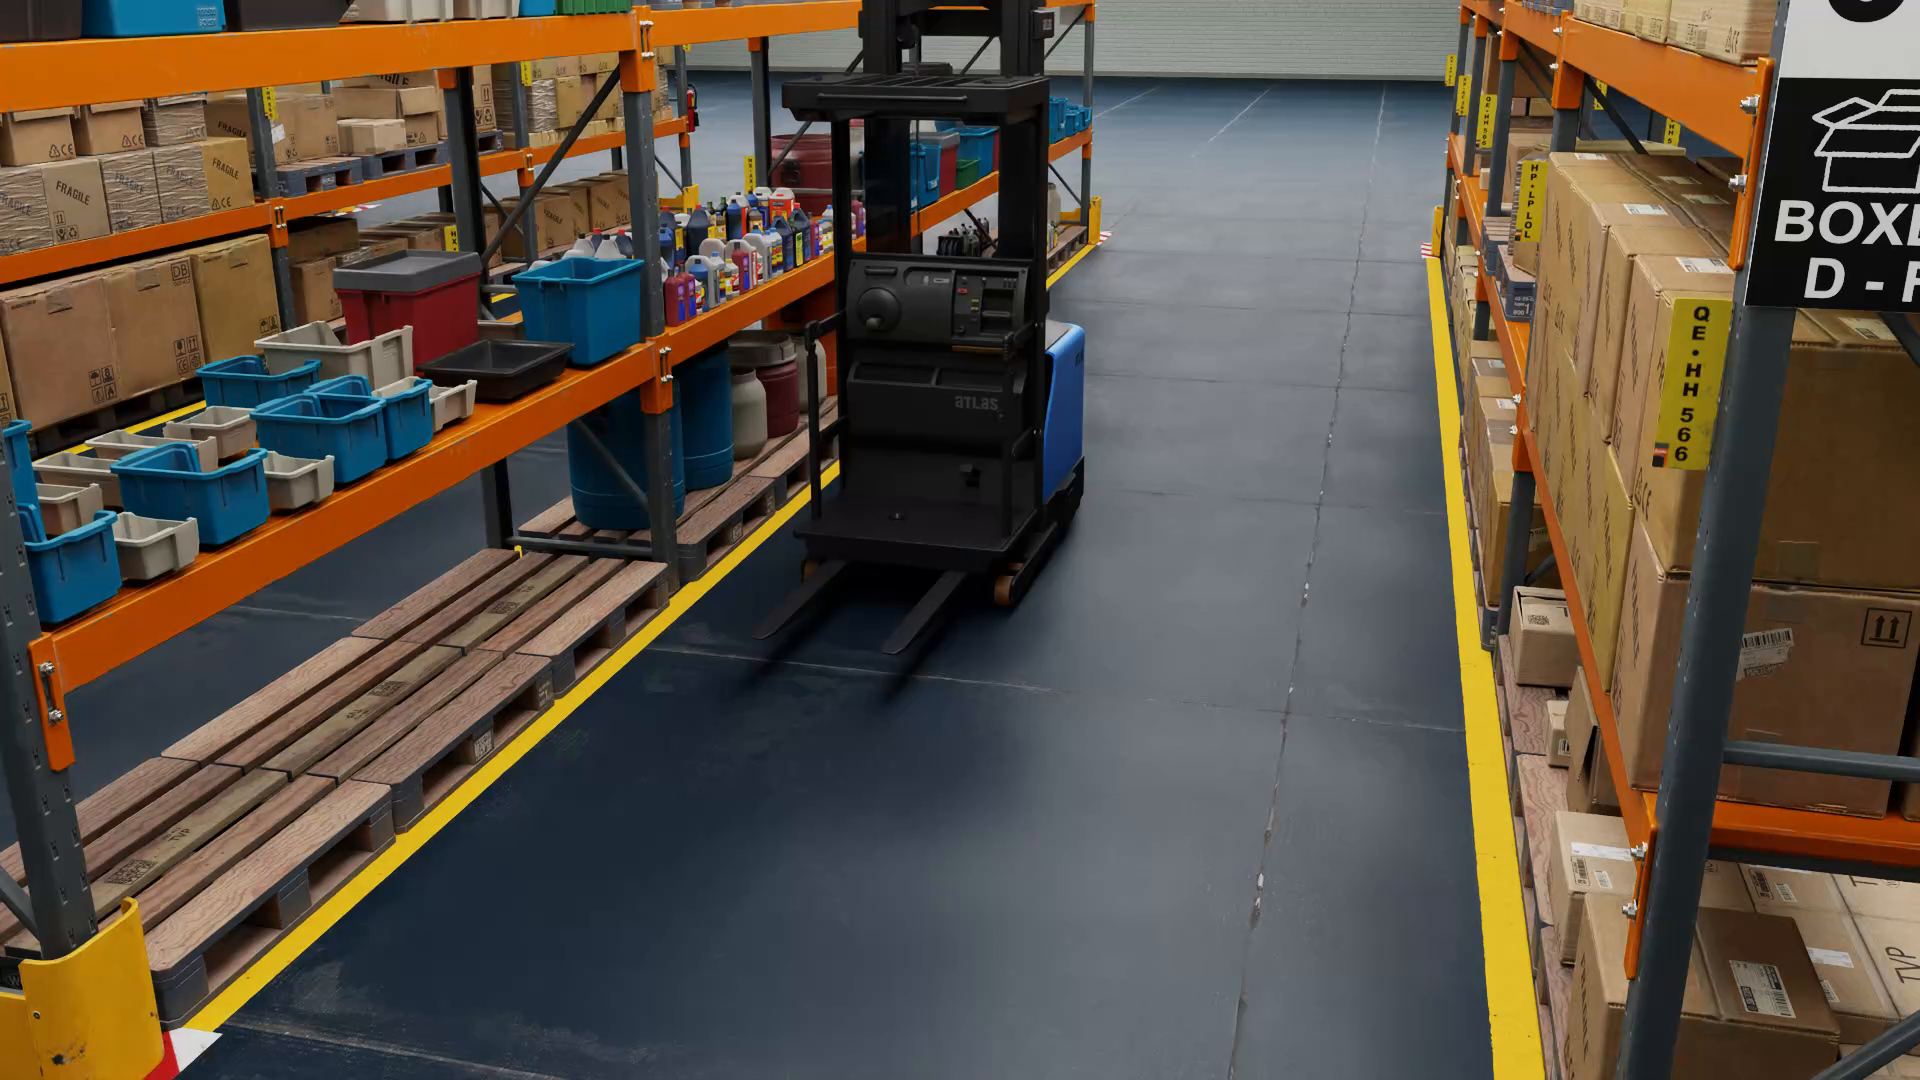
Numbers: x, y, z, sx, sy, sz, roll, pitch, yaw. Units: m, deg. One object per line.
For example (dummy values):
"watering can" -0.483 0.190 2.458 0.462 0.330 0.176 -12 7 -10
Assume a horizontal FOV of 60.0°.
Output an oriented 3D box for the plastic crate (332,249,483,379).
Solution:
"plastic crate" -2.383 -0.987 7.245 0.402 0.464 0.583 5 19 13

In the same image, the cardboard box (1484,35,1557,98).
"cardboard box" 4.938 -4.104 14.401 0.700 0.500 0.500 5 19 14

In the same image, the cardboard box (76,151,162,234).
"cardboard box" -5.878 -2.388 11.382 0.500 0.500 0.500 4 19 12

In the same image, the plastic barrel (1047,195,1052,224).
"plastic barrel" 0.801 -3.602 18.291 0.421 0.512 0.421 0 19 0

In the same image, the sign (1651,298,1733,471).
"sign" 1.370 -0.290 3.115 0.100 0.325 0.005 5 19 13

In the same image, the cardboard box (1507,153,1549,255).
"cardboard box" 3.405 -1.818 9.065 0.700 0.500 0.500 9 21 24

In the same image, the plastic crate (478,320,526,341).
"plastic crate" -2.174 -0.957 7.665 0.396 0.136 0.243 5 19 13

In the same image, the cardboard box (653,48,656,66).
"cardboard box" -3.804 -5.653 18.935 0.500 0.500 0.500 5 19 13

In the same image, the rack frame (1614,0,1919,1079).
"rack frame" 1.907 0.458 3.206 0.949 2.616 0.053 5 19 13

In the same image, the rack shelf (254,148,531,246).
"rack shelf" -5.258 -3.120 14.794 1.077 0.370 4.000 5 19 13

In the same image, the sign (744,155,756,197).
"sign" -1.479 -2.561 11.791 0.100 0.325 0.005 5 19 13

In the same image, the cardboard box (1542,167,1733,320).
"cardboard box" 2.367 -1.029 5.859 0.500 0.500 0.500 4 19 12

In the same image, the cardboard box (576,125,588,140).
"cardboard box" -4.165 -4.324 17.595 0.380 0.149 0.250 5 19 13

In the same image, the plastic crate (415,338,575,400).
"plastic crate" -1.934 -0.715 6.972 0.437 0.125 0.590 5 19 13

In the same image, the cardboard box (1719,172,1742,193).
"cardboard box" 2.886 -0.977 5.705 0.500 0.500 0.500 4 19 12

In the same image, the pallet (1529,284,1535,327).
"pallet" 3.182 -0.947 7.617 1.003 0.211 1.213 5 19 13

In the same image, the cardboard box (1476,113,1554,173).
"cardboard box" 4.938 -3.490 14.611 0.700 0.500 0.500 4 19 12

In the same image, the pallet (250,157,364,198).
"pallet" -5.676 -2.974 13.552 1.213 0.211 1.003 5 19 13

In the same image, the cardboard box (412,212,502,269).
"cardboard box" -4.940 -2.922 16.287 0.700 0.500 0.500 3 19 9

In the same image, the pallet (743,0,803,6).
"pallet" -1.550 -3.128 9.355 1.003 0.211 1.213 5 19 13

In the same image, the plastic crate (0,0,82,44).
"plastic crate" -2.534 -1.391 4.181 0.497 0.269 0.590 5 19 13

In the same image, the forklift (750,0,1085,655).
"forklift" -0.175 -1.191 8.141 1.130 2.935 3.031 5 20 15

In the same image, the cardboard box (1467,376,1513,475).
"cardboard box" 3.220 -0.634 9.589 0.500 0.500 0.500 4 19 13

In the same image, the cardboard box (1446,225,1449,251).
"cardboard box" 5.348 -3.147 17.365 0.500 0.250 0.500 5 19 13

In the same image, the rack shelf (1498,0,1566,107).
"rack shelf" 3.370 -2.502 8.344 1.077 0.370 4.000 5 19 13

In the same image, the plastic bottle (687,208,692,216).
"plastic bottle" -1.690 -1.918 10.344 0.061 0.283 0.133 5 19 13

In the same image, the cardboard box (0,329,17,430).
"cardboard box" -6.587 -0.975 10.039 1.225 0.875 0.875 5 19 14

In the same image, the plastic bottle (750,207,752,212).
"plastic bottle" -1.442 -2.173 11.217 0.097 0.201 0.097 0 19 0

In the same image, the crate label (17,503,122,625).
"crate label" -2.519 0.065 4.523 0.416 0.233 0.303 5 19 13

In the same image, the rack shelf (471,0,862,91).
"rack shelf" -1.433 -2.894 9.493 1.077 0.370 4.000 5 19 13

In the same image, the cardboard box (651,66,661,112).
"cardboard box" -3.959 -5.192 19.134 0.875 0.500 0.500 5 19 13

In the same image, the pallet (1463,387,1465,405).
"pallet" 4.097 -0.985 11.745 1.003 0.211 1.213 5 19 13

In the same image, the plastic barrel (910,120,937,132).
"plastic barrel" -0.413 -3.478 14.518 0.433 0.535 0.433 0 19 0

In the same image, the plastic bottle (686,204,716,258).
"plastic bottle" -1.565 -1.854 10.052 0.144 0.351 0.185 5 19 13

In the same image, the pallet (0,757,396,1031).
"pallet" -2.660 1.129 5.554 1.003 0.211 1.213 5 19 13

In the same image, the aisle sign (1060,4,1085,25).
"aisle sign" 1.316 -6.179 18.615 0.394 0.787 0.004 5 19 13

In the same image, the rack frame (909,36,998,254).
"rack frame" 0.033 -3.696 15.367 1.000 3.000 0.127 5 19 13

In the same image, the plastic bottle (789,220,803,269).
"plastic bottle" -0.986 -1.768 9.905 0.061 0.283 0.133 5 19 13

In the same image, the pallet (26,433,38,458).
"pallet" -6.609 -0.508 10.348 1.003 0.211 1.213 5 19 13

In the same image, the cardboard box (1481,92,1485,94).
"cardboard box" 4.818 -3.920 14.864 0.380 0.149 0.250 4 19 12

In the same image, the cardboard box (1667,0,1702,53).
"cardboard box" 1.906 -1.229 3.735 0.500 0.250 0.500 5 19 13

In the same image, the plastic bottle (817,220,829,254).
"plastic bottle" -0.874 -1.898 10.410 0.097 0.201 0.097 0 19 0

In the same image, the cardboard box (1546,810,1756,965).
"cardboard box" 2.059 1.065 5.001 0.500 0.250 0.500 5 19 13

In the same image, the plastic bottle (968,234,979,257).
"plastic bottle" 0.108 -2.896 16.559 0.152 0.276 0.135 5 19 13

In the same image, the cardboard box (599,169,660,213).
"cardboard box" -3.961 -4.162 19.950 0.500 0.500 0.500 9 21 23

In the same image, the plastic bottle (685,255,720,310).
"plastic bottle" -1.349 -1.359 8.719 0.152 0.276 0.135 5 19 13

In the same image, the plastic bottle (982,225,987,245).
"plastic bottle" 0.240 -3.257 17.732 0.097 0.201 0.097 0 19 0

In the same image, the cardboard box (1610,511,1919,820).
"cardboard box" 1.749 0.248 3.665 0.500 0.500 0.500 5 20 15

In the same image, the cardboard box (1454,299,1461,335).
"cardboard box" 4.247 -1.772 13.338 0.500 0.250 0.500 4 19 12

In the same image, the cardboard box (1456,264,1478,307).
"cardboard box" 4.240 -2.038 13.250 0.500 0.311 0.500 4 19 12

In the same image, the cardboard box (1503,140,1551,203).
"cardboard box" 4.252 -2.624 12.075 0.500 0.500 0.500 4 19 10

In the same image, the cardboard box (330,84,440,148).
"cardboard box" -5.104 -3.784 14.816 0.797 0.503 0.637 7 20 19

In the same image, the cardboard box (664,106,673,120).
"cardboard box" -3.662 -5.116 19.914 0.380 0.149 0.250 5 19 13

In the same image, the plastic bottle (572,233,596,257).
"plastic bottle" -2.014 -1.479 8.953 0.144 0.351 0.185 5 19 13

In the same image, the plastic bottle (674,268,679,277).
"plastic bottle" -1.475 -1.328 8.743 0.097 0.201 0.097 0 19 0
